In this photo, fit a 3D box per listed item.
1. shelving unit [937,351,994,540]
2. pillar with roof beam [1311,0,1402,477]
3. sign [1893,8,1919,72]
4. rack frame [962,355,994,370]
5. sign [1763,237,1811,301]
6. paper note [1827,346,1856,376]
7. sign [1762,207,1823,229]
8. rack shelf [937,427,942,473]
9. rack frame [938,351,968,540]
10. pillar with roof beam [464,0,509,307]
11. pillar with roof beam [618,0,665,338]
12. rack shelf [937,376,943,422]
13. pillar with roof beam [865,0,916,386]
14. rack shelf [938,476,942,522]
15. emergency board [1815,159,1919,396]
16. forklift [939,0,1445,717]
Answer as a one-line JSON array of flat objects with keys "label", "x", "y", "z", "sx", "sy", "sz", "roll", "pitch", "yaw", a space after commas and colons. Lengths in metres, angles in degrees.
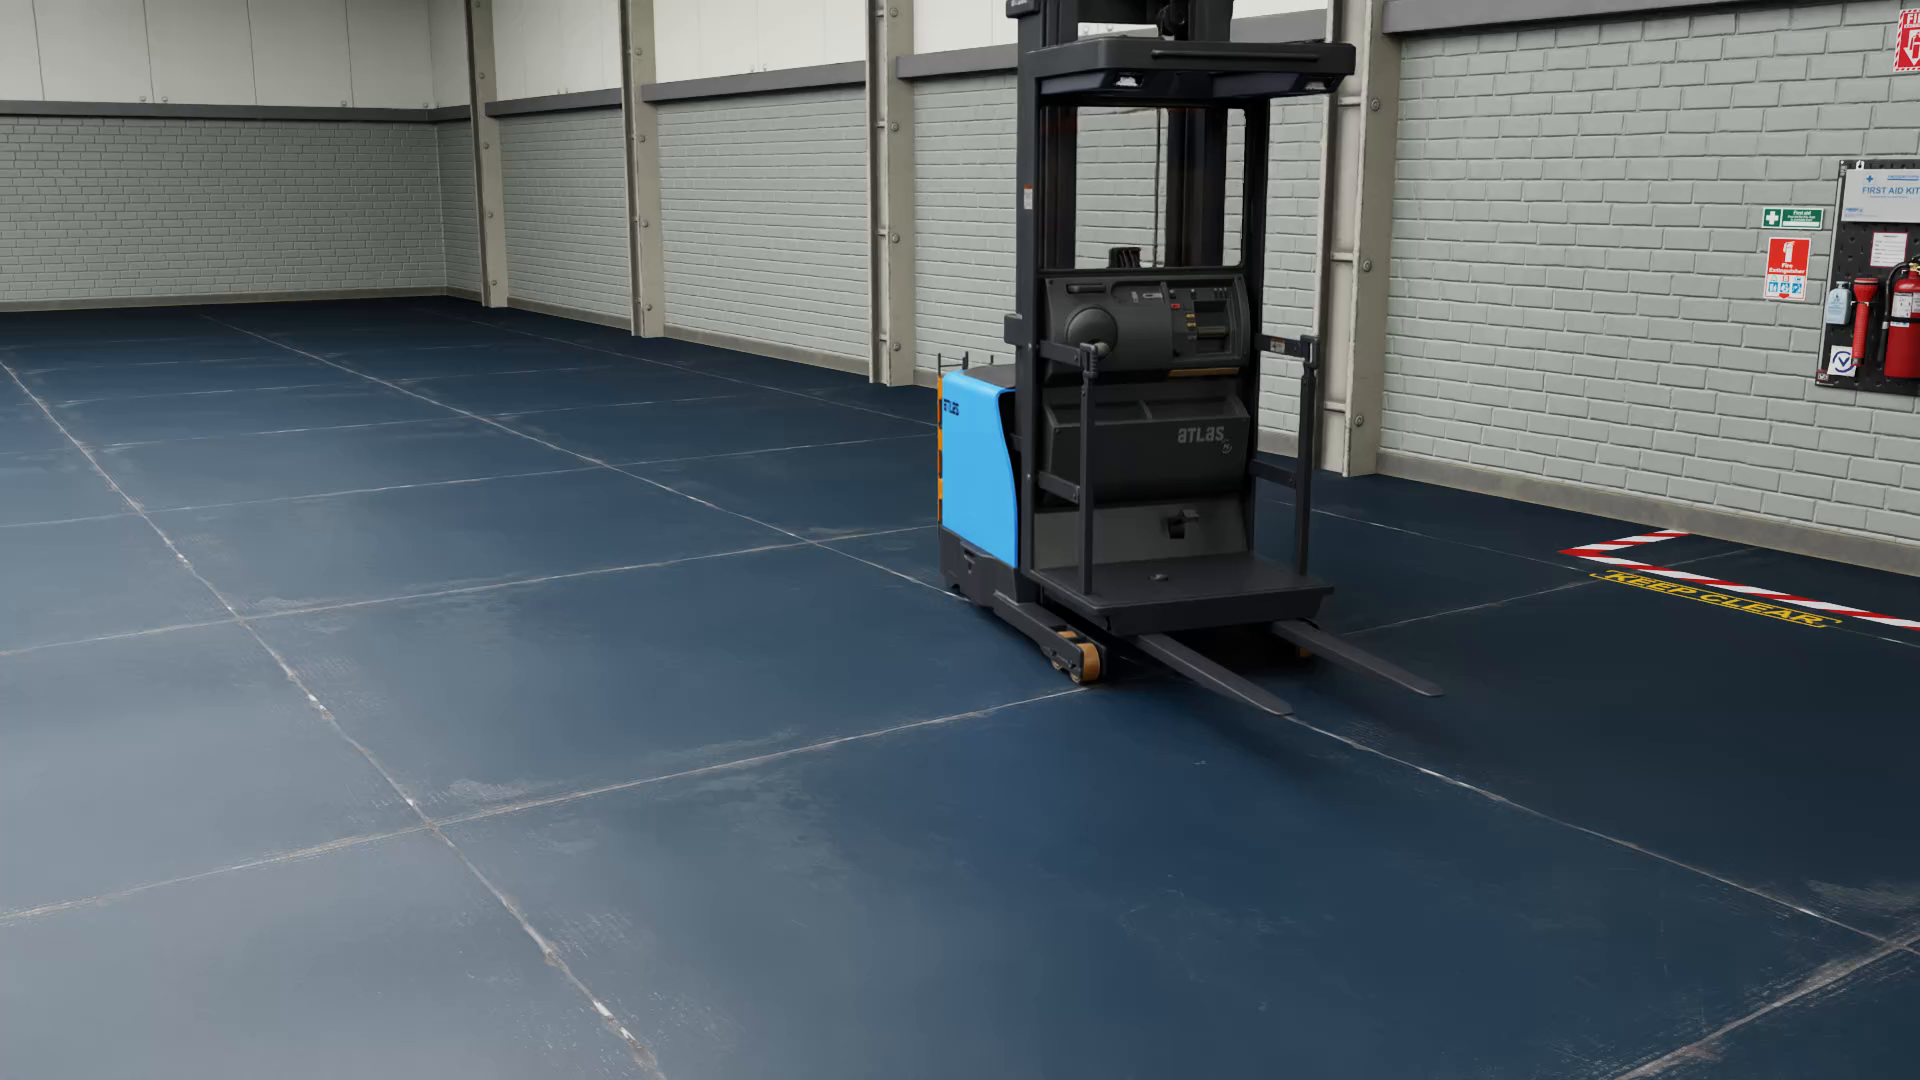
[{"label": "shelving unit", "x": 0.030, "y": -0.503, "z": 9.206, "sx": 0.215, "sy": 1.050, "sz": 0.252, "roll": -8, "pitch": 15, "yaw": -33}, {"label": "pillar with roof beam", "x": -0.925, "y": -4.369, "z": 8.275, "sx": 9.100, "sy": 9.000, "sz": 0.400, "roll": -8, "pitch": 15, "yaw": -33}, {"label": "sign", "x": 4.724, "y": -2.470, "z": 8.210, "sx": 0.001, "sy": 0.298, "sz": 0.199, "roll": -8, "pitch": 15, "yaw": -33}, {"label": "rack frame", "x": 0.097, "y": -0.482, "z": 9.107, "sx": 0.200, "sy": 1.050, "sz": 0.008, "roll": -8, "pitch": 15, "yaw": -33}, {"label": "sign", "x": 4.425, "y": -1.452, "z": 8.898, "sx": 0.001, "sy": 0.329, "sz": 0.234, "roll": -8, "pitch": 15, "yaw": -33}, {"label": "paper note", "x": 4.605, "y": -0.934, "z": 8.672, "sx": 0.016, "sy": 0.148, "sz": 0.142, "roll": -8, "pitch": 15, "yaw": -33}, {"label": "sign", "x": 4.420, "y": -1.709, "z": 8.833, "sx": 0.001, "sy": 0.109, "sz": 0.331, "roll": -8, "pitch": 15, "yaw": -33}, {"label": "rack shelf", "x": 0.030, "y": -0.493, "z": 9.208, "sx": 0.215, "sy": 0.259, "sz": 0.240, "roll": -8, "pitch": 15, "yaw": -33}, {"label": "rack frame", "x": -0.038, "y": -0.525, "z": 9.305, "sx": 0.200, "sy": 1.050, "sz": 0.008, "roll": -8, "pitch": 15, "yaw": -33}, {"label": "pillar with roof beam", "x": -10.898, "y": -7.570, "z": 22.914, "sx": 9.100, "sy": 9.000, "sz": 0.400, "roll": -8, "pitch": 15, "yaw": -33}, {"label": "pillar with roof beam", "x": -7.574, "y": -6.503, "z": 18.034, "sx": 9.100, "sy": 9.000, "sz": 0.400, "roll": -8, "pitch": 15, "yaw": -33}, {"label": "rack shelf", "x": 0.030, "y": -0.770, "z": 9.148, "sx": 0.215, "sy": 0.259, "sz": 0.240, "roll": -8, "pitch": 15, "yaw": -33}, {"label": "pillar with roof beam", "x": -4.250, "y": -5.436, "z": 13.154, "sx": 9.100, "sy": 9.000, "sz": 0.400, "roll": -8, "pitch": 15, "yaw": -33}, {"label": "rack shelf", "x": 0.030, "y": -0.222, "z": 9.268, "sx": 0.215, "sy": 0.259, "sz": 0.240, "roll": -8, "pitch": 15, "yaw": -33}, {"label": "emergency board", "x": 4.645, "y": -1.324, "z": 8.397, "sx": 0.194, "sy": 1.169, "sz": 0.643, "roll": -8, "pitch": 15, "yaw": -33}, {"label": "forklift", "x": 0.876, "y": -0.951, "z": 6.851, "sx": 1.130, "sy": 2.935, "sz": 3.031, "roll": -4, "pitch": 13, "yaw": -19}]
